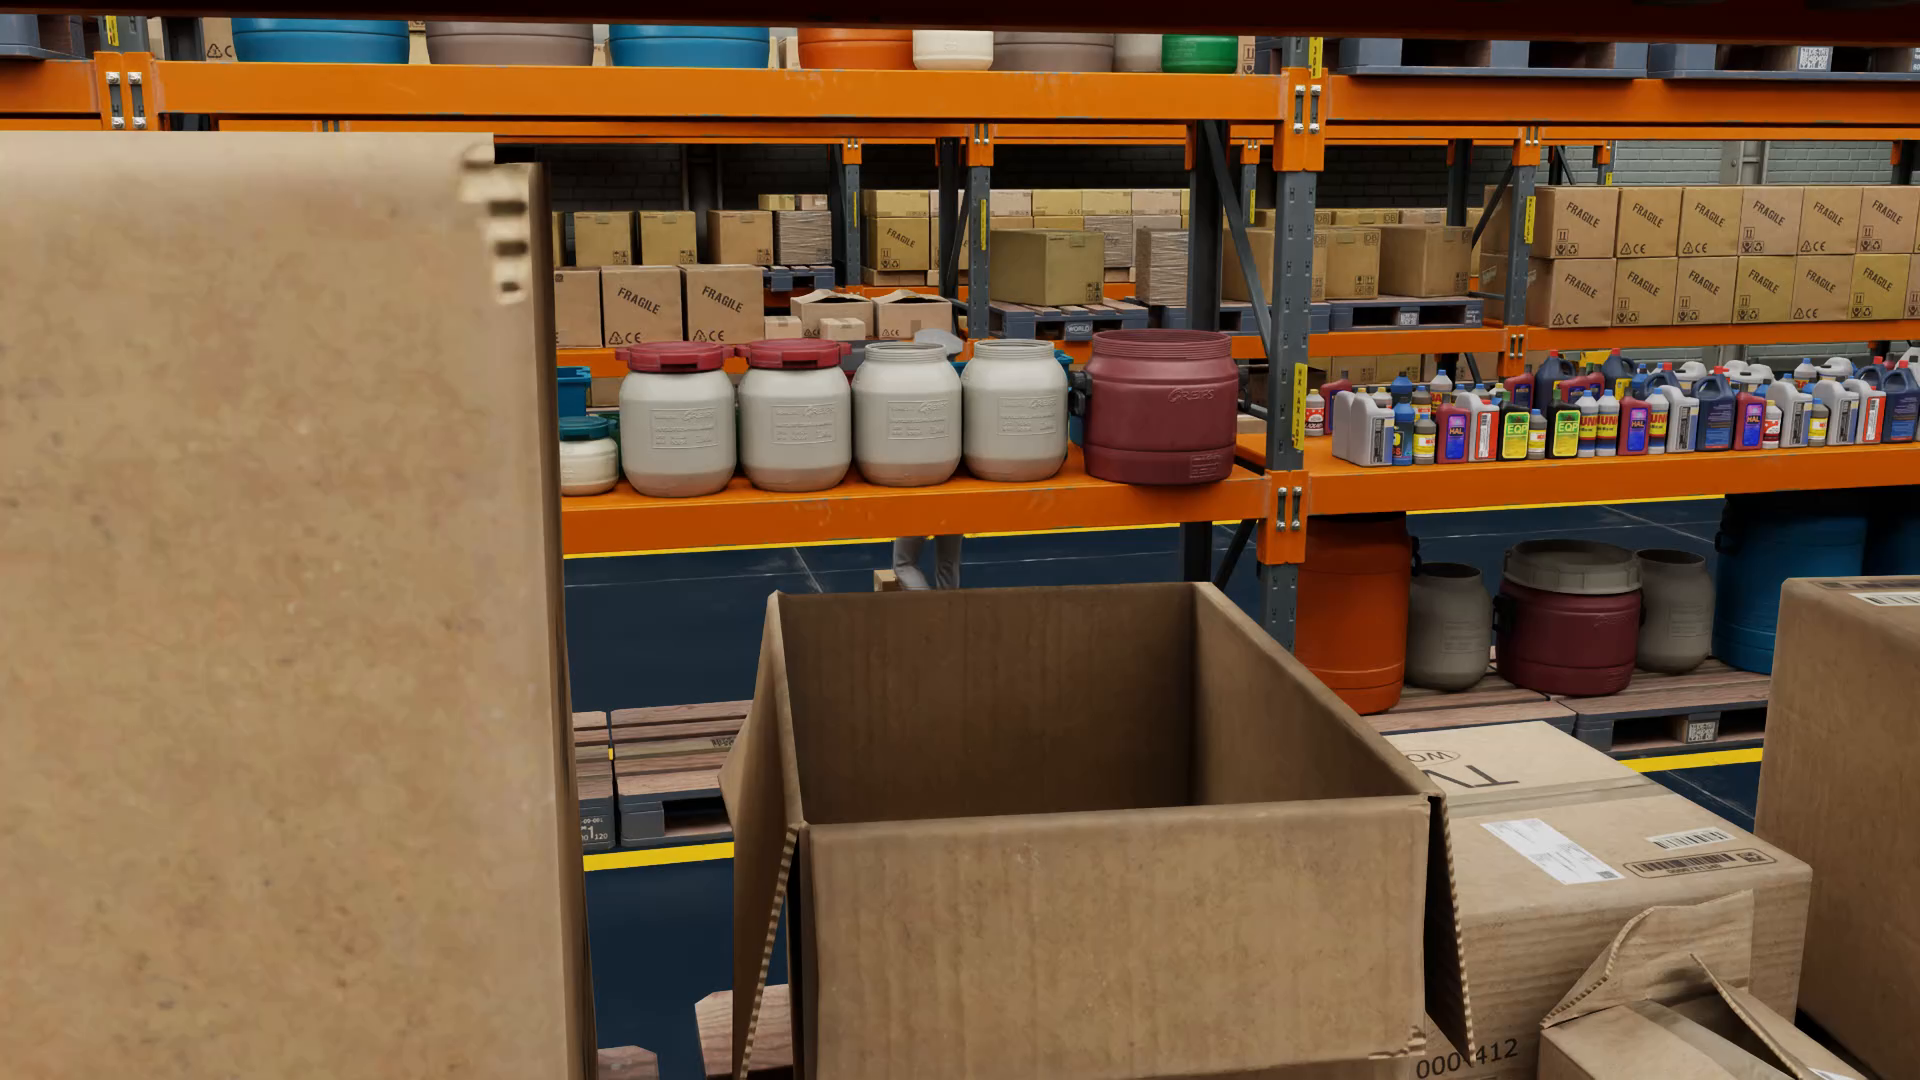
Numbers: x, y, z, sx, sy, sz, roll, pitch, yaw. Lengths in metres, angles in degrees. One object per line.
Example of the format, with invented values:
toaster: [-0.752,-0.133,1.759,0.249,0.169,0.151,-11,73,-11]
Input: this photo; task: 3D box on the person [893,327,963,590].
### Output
person: [-0.133,-0.212,8.298,0.497,1.681,0.641,-4,14,-19]
